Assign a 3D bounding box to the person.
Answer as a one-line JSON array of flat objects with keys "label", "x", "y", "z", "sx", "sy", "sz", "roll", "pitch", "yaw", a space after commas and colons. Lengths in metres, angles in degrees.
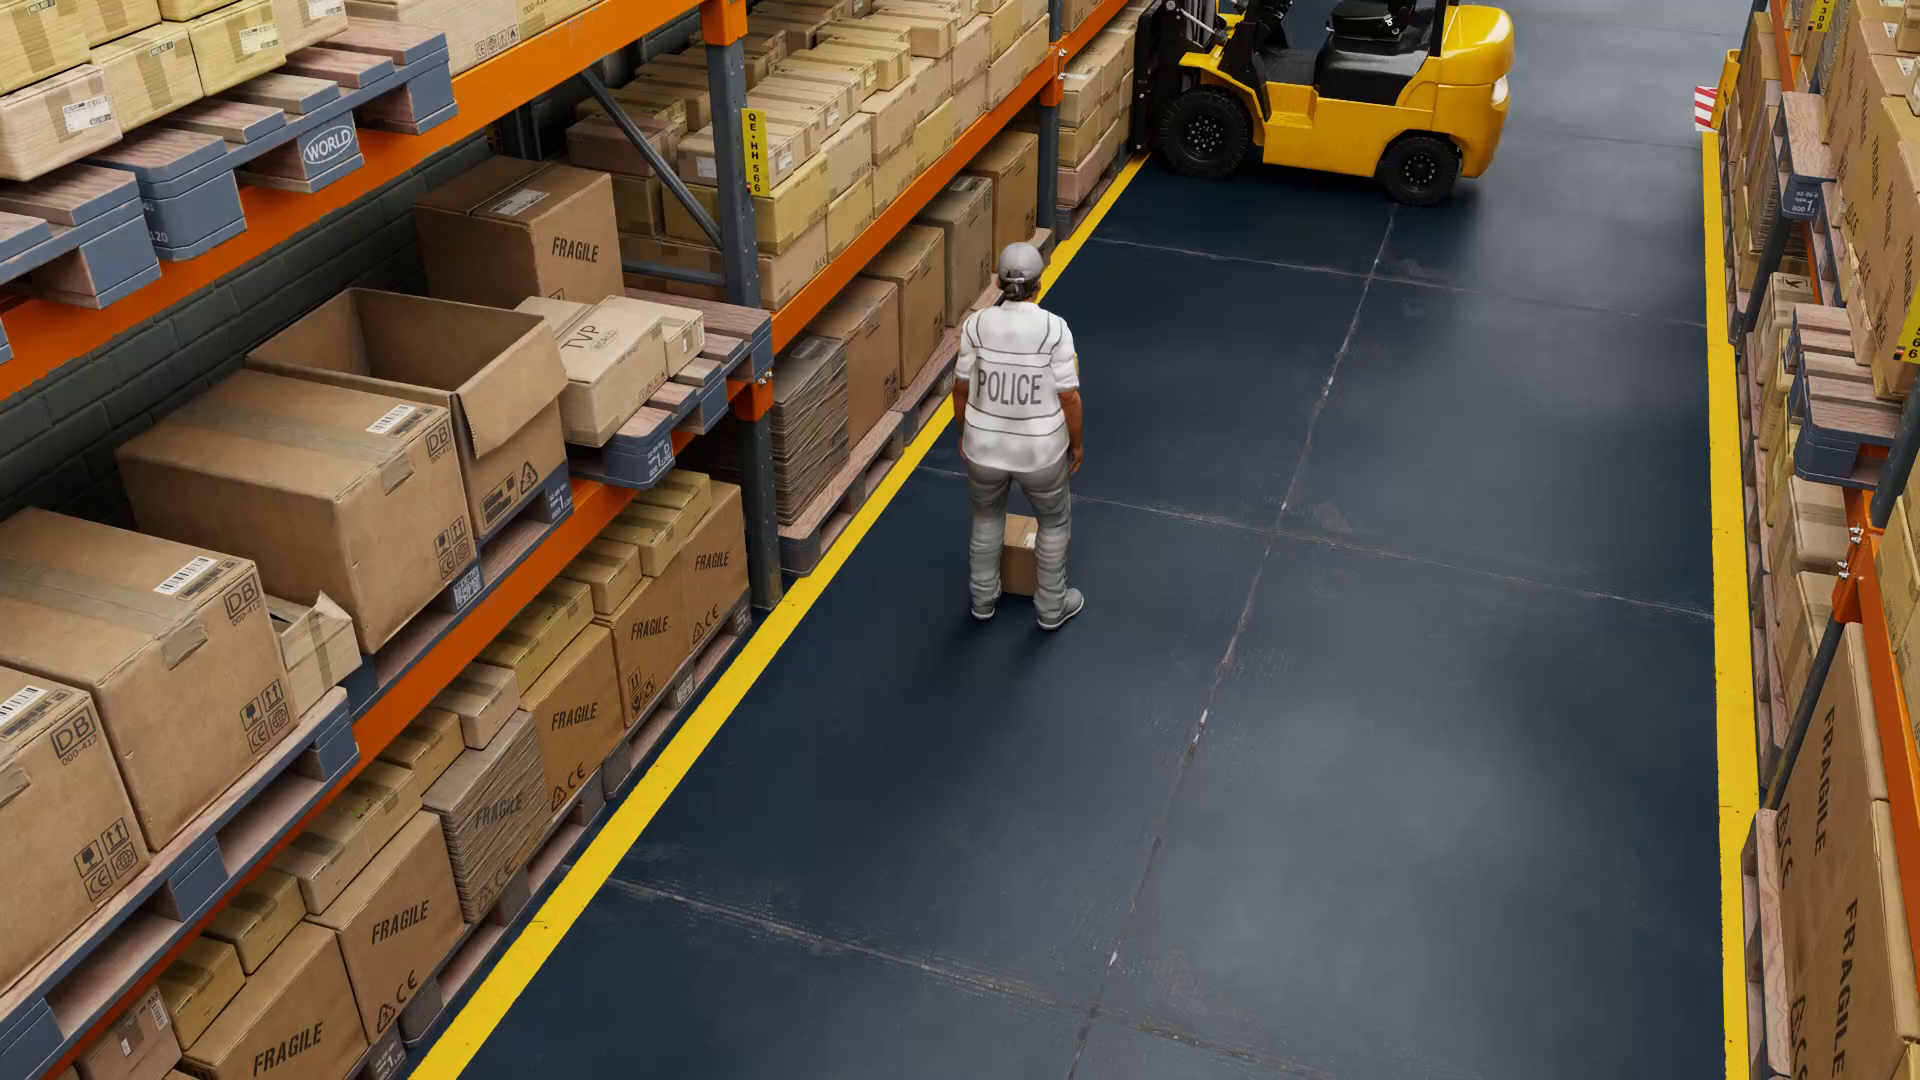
[{"label": "person", "x": 0.246, "y": -0.394, "z": 6.732, "sx": 0.545, "sy": 1.665, "sz": 0.466, "roll": 9, "pitch": 34, "yaw": 13}]
